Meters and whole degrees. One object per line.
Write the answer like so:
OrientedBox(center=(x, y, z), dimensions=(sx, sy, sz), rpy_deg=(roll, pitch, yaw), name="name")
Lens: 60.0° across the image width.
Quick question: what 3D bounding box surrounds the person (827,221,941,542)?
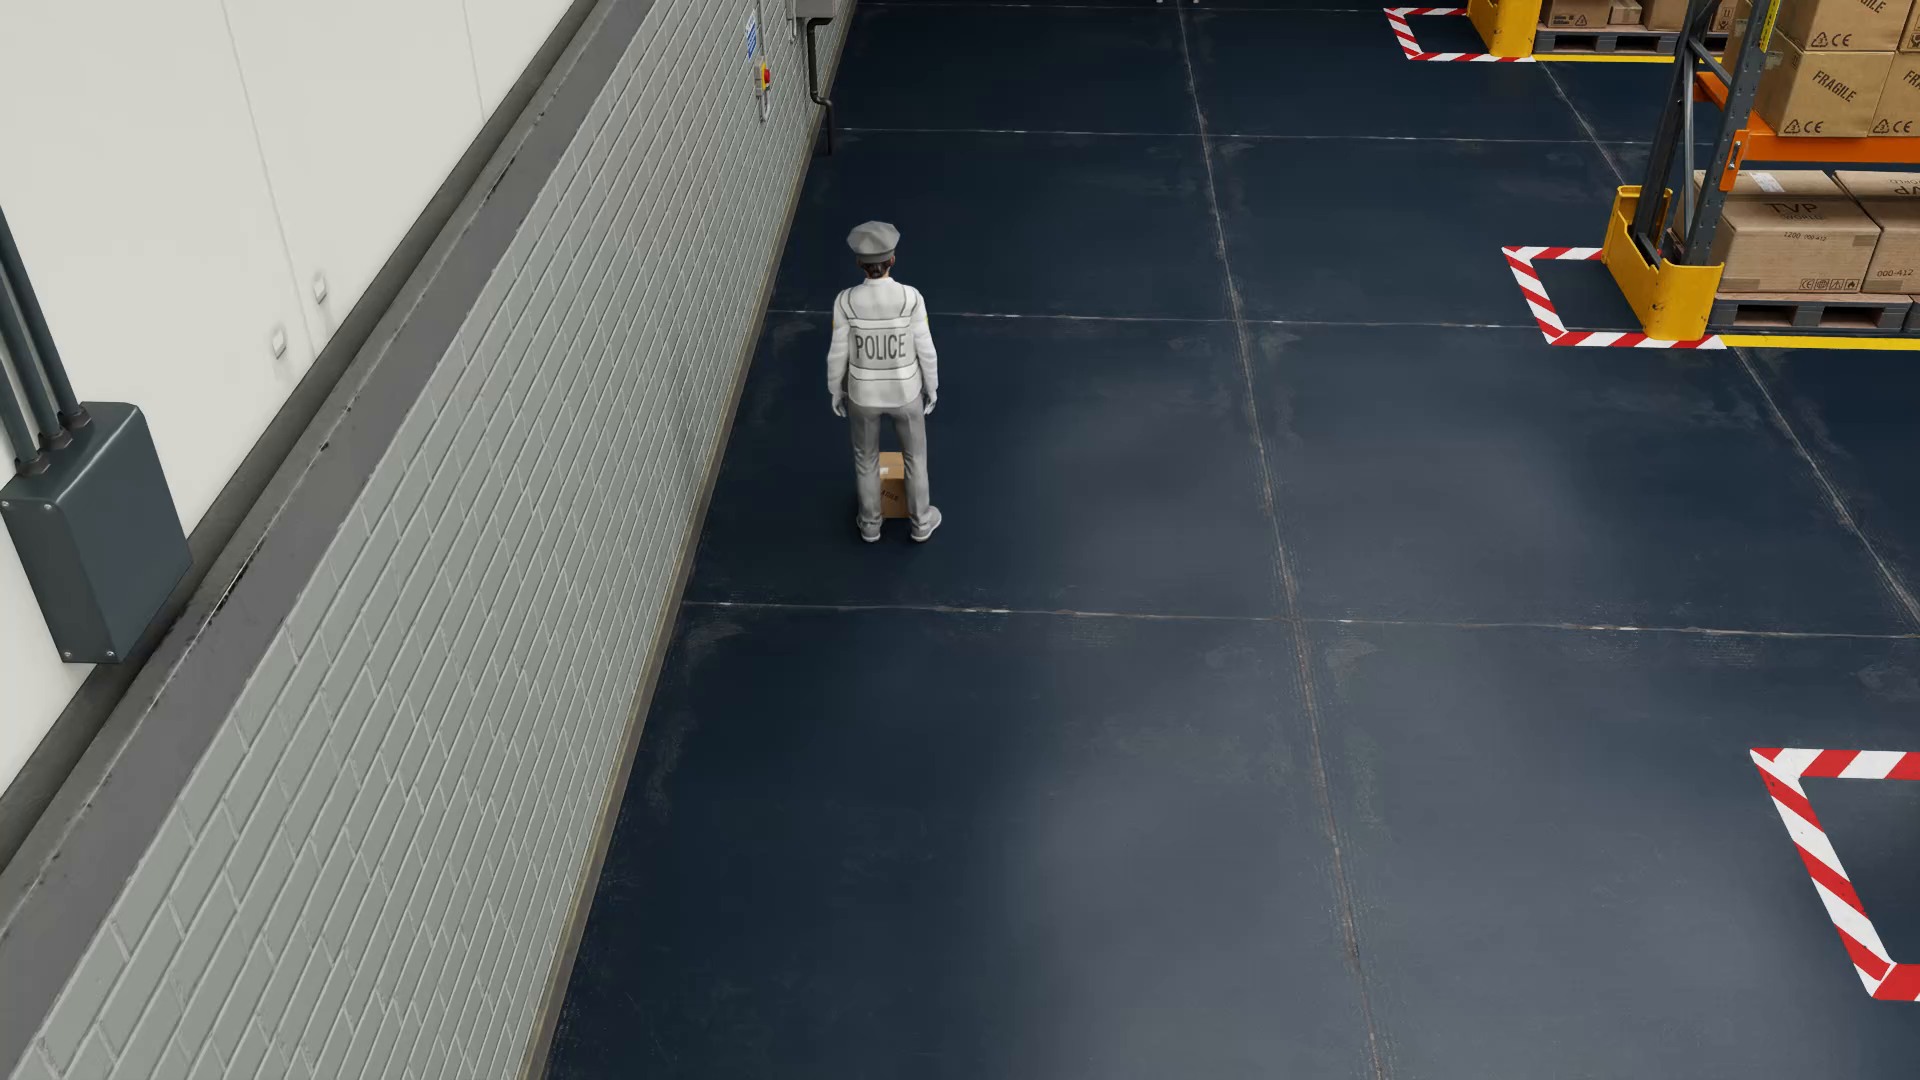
OrientedBox(center=(-0.369, -0.719, 8.104), dimensions=(0.547, 1.663, 0.376), rpy_deg=(-1, 36, -1), name="person")
